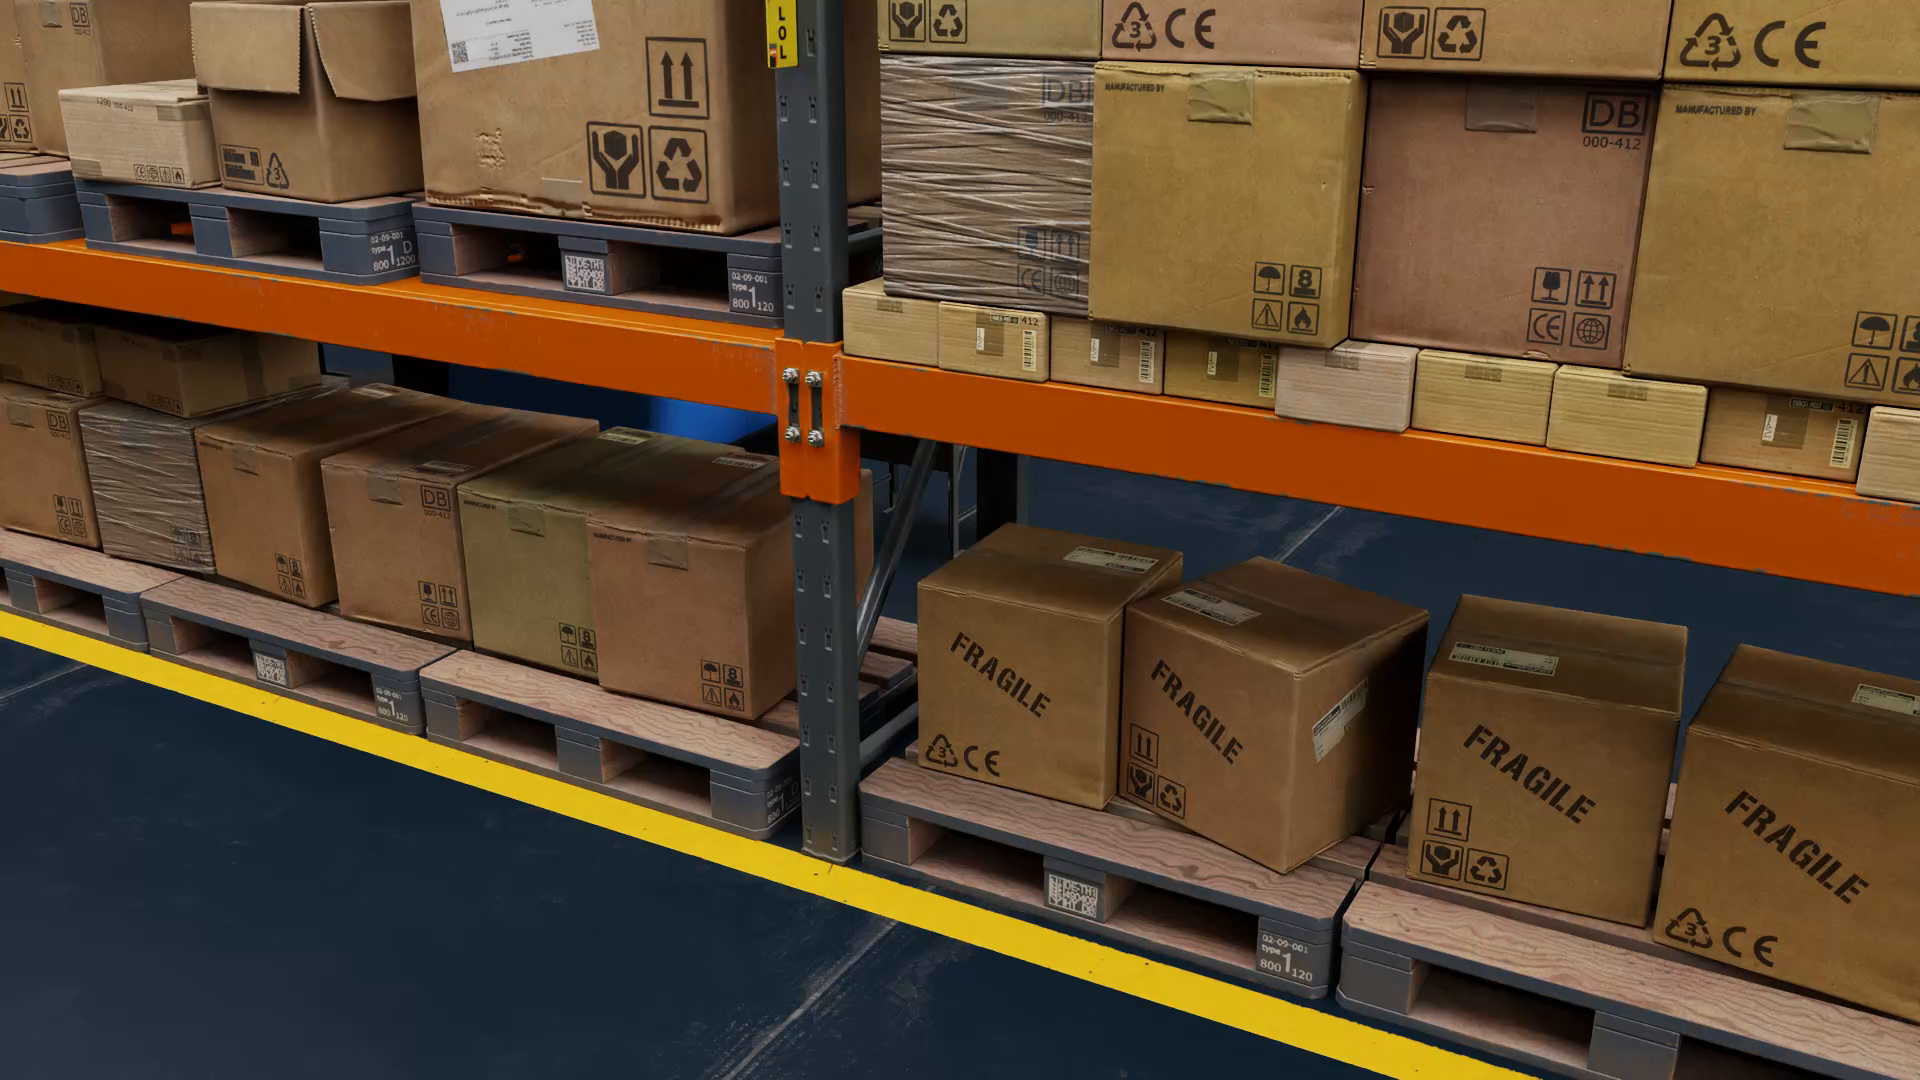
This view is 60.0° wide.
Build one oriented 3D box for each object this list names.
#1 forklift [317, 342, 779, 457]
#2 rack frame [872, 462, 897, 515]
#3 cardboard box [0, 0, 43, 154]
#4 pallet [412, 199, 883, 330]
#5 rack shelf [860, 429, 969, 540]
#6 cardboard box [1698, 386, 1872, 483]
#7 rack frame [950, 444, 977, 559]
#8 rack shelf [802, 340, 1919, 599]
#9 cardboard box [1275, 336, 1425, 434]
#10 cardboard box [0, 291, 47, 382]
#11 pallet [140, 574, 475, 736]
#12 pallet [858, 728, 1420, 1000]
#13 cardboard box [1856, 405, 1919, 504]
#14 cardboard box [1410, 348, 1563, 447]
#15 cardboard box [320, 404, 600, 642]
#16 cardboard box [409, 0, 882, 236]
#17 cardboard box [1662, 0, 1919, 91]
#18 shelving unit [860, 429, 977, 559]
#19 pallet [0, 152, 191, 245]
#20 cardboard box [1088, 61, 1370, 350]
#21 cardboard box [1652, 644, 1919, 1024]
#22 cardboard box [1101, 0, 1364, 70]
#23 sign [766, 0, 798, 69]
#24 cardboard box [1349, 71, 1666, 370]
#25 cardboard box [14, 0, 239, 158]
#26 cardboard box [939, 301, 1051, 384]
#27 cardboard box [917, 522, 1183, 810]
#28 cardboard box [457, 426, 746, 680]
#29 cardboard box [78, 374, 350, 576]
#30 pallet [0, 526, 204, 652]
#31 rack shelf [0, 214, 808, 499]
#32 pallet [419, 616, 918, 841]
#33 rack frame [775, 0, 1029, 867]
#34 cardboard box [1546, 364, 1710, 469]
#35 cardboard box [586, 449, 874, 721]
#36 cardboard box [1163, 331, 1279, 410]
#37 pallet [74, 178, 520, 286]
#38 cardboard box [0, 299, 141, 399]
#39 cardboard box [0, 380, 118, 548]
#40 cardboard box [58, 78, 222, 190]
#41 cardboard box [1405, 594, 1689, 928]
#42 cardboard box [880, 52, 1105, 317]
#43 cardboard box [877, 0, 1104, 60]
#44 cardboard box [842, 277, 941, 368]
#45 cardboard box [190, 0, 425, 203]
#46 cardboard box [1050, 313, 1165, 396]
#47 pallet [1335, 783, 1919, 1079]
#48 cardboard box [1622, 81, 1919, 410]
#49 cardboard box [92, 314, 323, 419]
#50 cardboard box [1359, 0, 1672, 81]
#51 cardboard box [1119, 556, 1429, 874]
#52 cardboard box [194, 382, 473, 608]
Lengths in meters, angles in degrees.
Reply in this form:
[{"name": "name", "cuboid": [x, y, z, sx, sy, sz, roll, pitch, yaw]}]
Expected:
[{"name": "forklift", "cuboid": [-2.187, -1.726, 6.825, 3.031, 2.935, 1.130, 10, 22, 25]}, {"name": "rack frame", "cuboid": [-0.358, -1.055, 6.195, 0.015, 2.100, 0.400, 11, 23, 27]}, {"name": "cardboard box", "cuboid": [-3.101, -1.589, 5.584, 0.500, 0.500, 0.500, 8, 21, 21]}, {"name": "pallet", "cuboid": [-0.696, -0.837, 4.556, 1.213, 0.211, 1.003, 11, 23, 27]}, {"name": "rack shelf", "cuboid": [-0.145, -0.344, 6.326, 0.480, 0.518, 0.431, 11, 23, 27]}, {"name": "cardboard box", "cuboid": [1.498, -0.240, 2.997, 0.250, 0.149, 0.380, 11, 23, 27]}, {"name": "rack frame", "cuboid": [0.069, -0.974, 5.971, 0.015, 2.100, 0.400, 11, 23, 27]}, {"name": "rack shelf", "cuboid": [1.646, -0.086, 3.259, 4.000, 0.370, 1.077, 11, 23, 27]}, {"name": "cardboard box", "cuboid": [0.806, -0.342, 3.278, 0.250, 0.149, 0.380, 11, 23, 27]}, {"name": "cardboard box", "cuboid": [-4.184, -0.742, 6.511, 0.875, 0.875, 1.225, 10, 22, 25]}, {"name": "pallet", "cuboid": [-1.849, 0.222, 5.443, 1.213, 0.211, 1.003, 11, 23, 27]}, {"name": "pallet", "cuboid": [0.504, 0.655, 4.250, 1.213, 0.211, 1.003, 11, 23, 27]}, {"name": "cardboard box", "cuboid": [1.682, -0.178, 2.825, 0.250, 0.149, 0.380, 11, 23, 27]}, {"name": "cardboard box", "cuboid": [1.044, -0.313, 3.198, 0.250, 0.149, 0.380, 11, 23, 27]}, {"name": "cardboard box", "cuboid": [-1.521, -0.075, 5.194, 0.500, 0.500, 0.700, 9, 22, 23]}, {"name": "cardboard box", "cuboid": [-0.725, -1.410, 4.358, 1.000, 1.000, 1.000, 11, 23, 28]}, {"name": "cardboard box", "cuboid": [1.484, -1.018, 2.722, 0.500, 0.500, 0.500, 11, 23, 27]}, {"name": "shelving unit", "cuboid": [-0.145, -1.015, 6.083, 0.503, 2.100, 0.431, 11, 23, 27]}, {"name": "pallet", "cuboid": [-2.918, -1.245, 5.680, 1.003, 0.211, 1.213, 11, 23, 27]}, {"name": "cardboard box", "cuboid": [0.682, -0.757, 3.470, 0.500, 0.500, 0.875, 11, 23, 27]}, {"name": "cardboard box", "cuboid": [1.779, 0.578, 3.423, 0.500, 0.500, 0.500, 13, 24, 32]}, {"name": "cardboard box", "cuboid": [0.606, -1.181, 3.172, 0.500, 0.500, 0.500, 11, 23, 27]}, {"name": "sign", "cuboid": [-0.367, -1.135, 3.399, 0.005, 0.325, 0.100, 11, 23, 27]}, {"name": "cardboard box", "cuboid": [1.168, -0.704, 3.324, 0.500, 0.500, 0.875, 11, 23, 27]}, {"name": "cardboard box", "cuboid": [-2.565, -1.526, 5.410, 0.500, 0.500, 0.700, 15, 25, 35]}, {"name": "cardboard box", "cuboid": [0.153, -0.468, 3.625, 0.250, 0.149, 0.380, 11, 23, 27]}, {"name": "cardboard box", "cuboid": [0.230, 0.299, 4.192, 0.500, 0.500, 0.500, 10, 22, 26]}, {"name": "cardboard box", "cuboid": [-1.033, 0.018, 4.938, 0.500, 0.500, 0.700, 11, 22, 27]}, {"name": "cardboard box", "cuboid": [-2.507, -0.260, 5.704, 0.500, 0.500, 0.700, 9, 22, 23]}, {"name": "pallet", "cuboid": [-2.910, 0.019, 6.003, 1.213, 0.211, 1.003, 11, 23, 27]}, {"name": "rack shelf", "cuboid": [-1.846, -0.751, 5.093, 4.000, 0.370, 1.077, 11, 23, 27]}, {"name": "pallet", "cuboid": [-0.780, 0.425, 4.884, 1.213, 0.211, 1.003, 11, 23, 27]}, {"name": "rack frame", "cuboid": [-0.100, -0.757, 4.053, 0.127, 3.000, 1.000, 11, 23, 27]}, {"name": "cardboard box", "cuboid": [1.257, -0.268, 3.074, 0.250, 0.149, 0.380, 11, 23, 27]}, {"name": "cardboard box", "cuboid": [-0.625, 0.103, 4.704, 0.500, 0.500, 0.700, 9, 22, 23]}, {"name": "cardboard box", "cuboid": [0.608, -0.396, 3.427, 0.250, 0.149, 0.380, 11, 23, 27]}, {"name": "pallet", "cuboid": [-1.844, -1.015, 5.046, 1.213, 0.211, 1.003, 11, 23, 27]}, {"name": "cardboard box", "cuboid": [-2.992, -0.704, 5.828, 0.500, 0.250, 0.500, 12, 23, 29]}, {"name": "cardboard box", "cuboid": [-2.997, -0.348, 5.947, 0.500, 0.500, 0.700, 10, 22, 24]}, {"name": "cardboard box", "cuboid": [-2.241, -1.202, 4.884, 0.500, 0.250, 0.500, 10, 22, 26]}, {"name": "cardboard box", "cuboid": [1.314, 0.472, 3.715, 0.500, 0.500, 0.500, 9, 22, 23]}, {"name": "cardboard box", "cuboid": [0.263, -0.851, 3.728, 0.500, 0.500, 0.875, 11, 23, 27]}, {"name": "cardboard box", "cuboid": [0.169, -1.263, 3.400, 0.500, 0.500, 0.500, 11, 23, 27]}, {"name": "cardboard box", "cuboid": [-0.059, -0.514, 3.751, 0.250, 0.149, 0.380, 11, 23, 27]}, {"name": "cardboard box", "cuboid": [-1.658, -1.264, 4.683, 0.637, 0.503, 0.797, 13, 24, 33]}, {"name": "cardboard box", "cuboid": [0.385, -0.435, 3.533, 0.250, 0.149, 0.380, 11, 23, 27]}, {"name": "pallet", "cuboid": [1.573, 0.858, 3.691, 1.213, 0.211, 1.003, 11, 23, 27]}, {"name": "cardboard box", "cuboid": [1.584, -0.608, 3.061, 0.500, 0.500, 0.875, 11, 23, 27]}, {"name": "cardboard box", "cuboid": [-2.524, -0.619, 5.593, 0.500, 0.250, 0.500, 14, 24, 33]}, {"name": "cardboard box", "cuboid": [1.043, -1.097, 2.942, 0.500, 0.500, 0.500, 11, 23, 27]}, {"name": "cardboard box", "cuboid": [0.734, 0.392, 3.935, 0.500, 0.500, 0.500, -17, 26, -39]}, {"name": "cardboard box", "cuboid": [-2.008, -0.168, 5.449, 0.500, 0.500, 0.700, 13, 24, 32]}]
